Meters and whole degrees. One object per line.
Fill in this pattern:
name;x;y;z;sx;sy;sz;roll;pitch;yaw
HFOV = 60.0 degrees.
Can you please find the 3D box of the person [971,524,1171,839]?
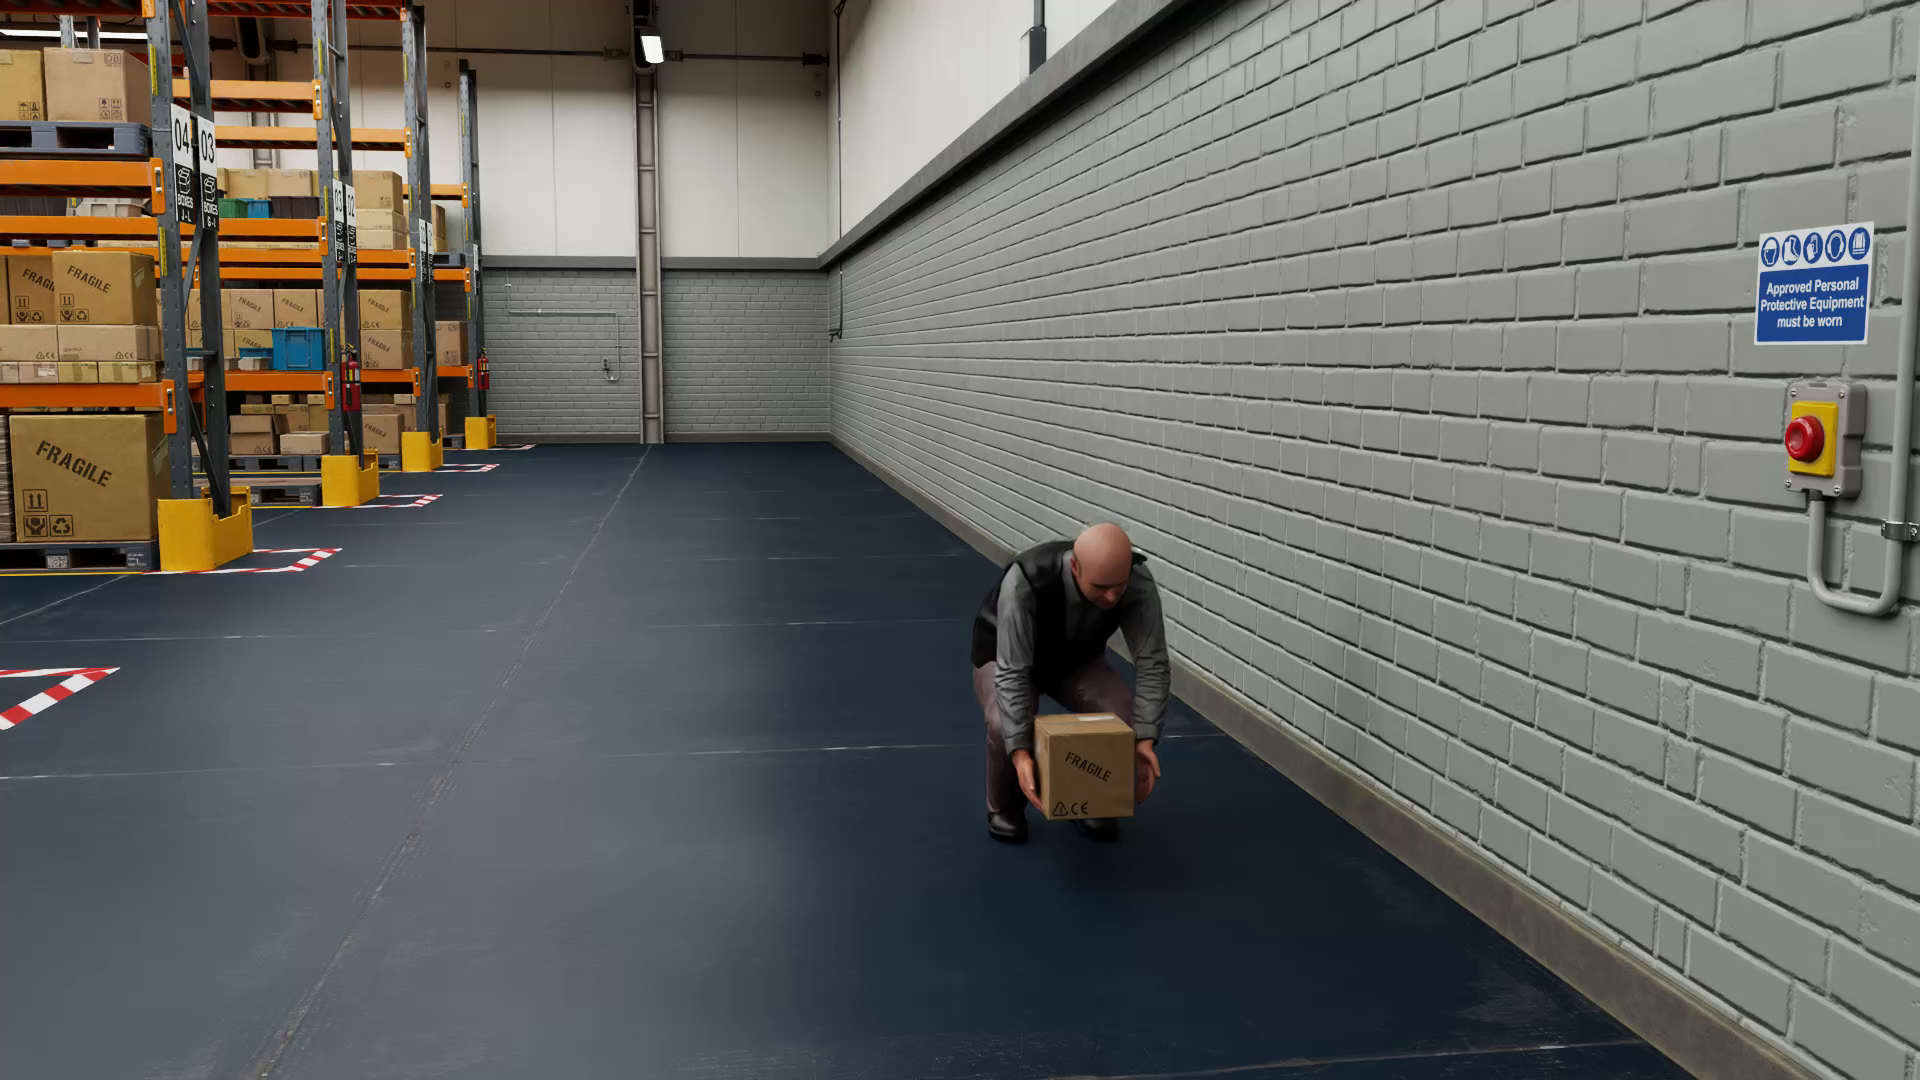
person;0.335;0.428;5.159;0.548;1.025;0.855;-1;7;-9
